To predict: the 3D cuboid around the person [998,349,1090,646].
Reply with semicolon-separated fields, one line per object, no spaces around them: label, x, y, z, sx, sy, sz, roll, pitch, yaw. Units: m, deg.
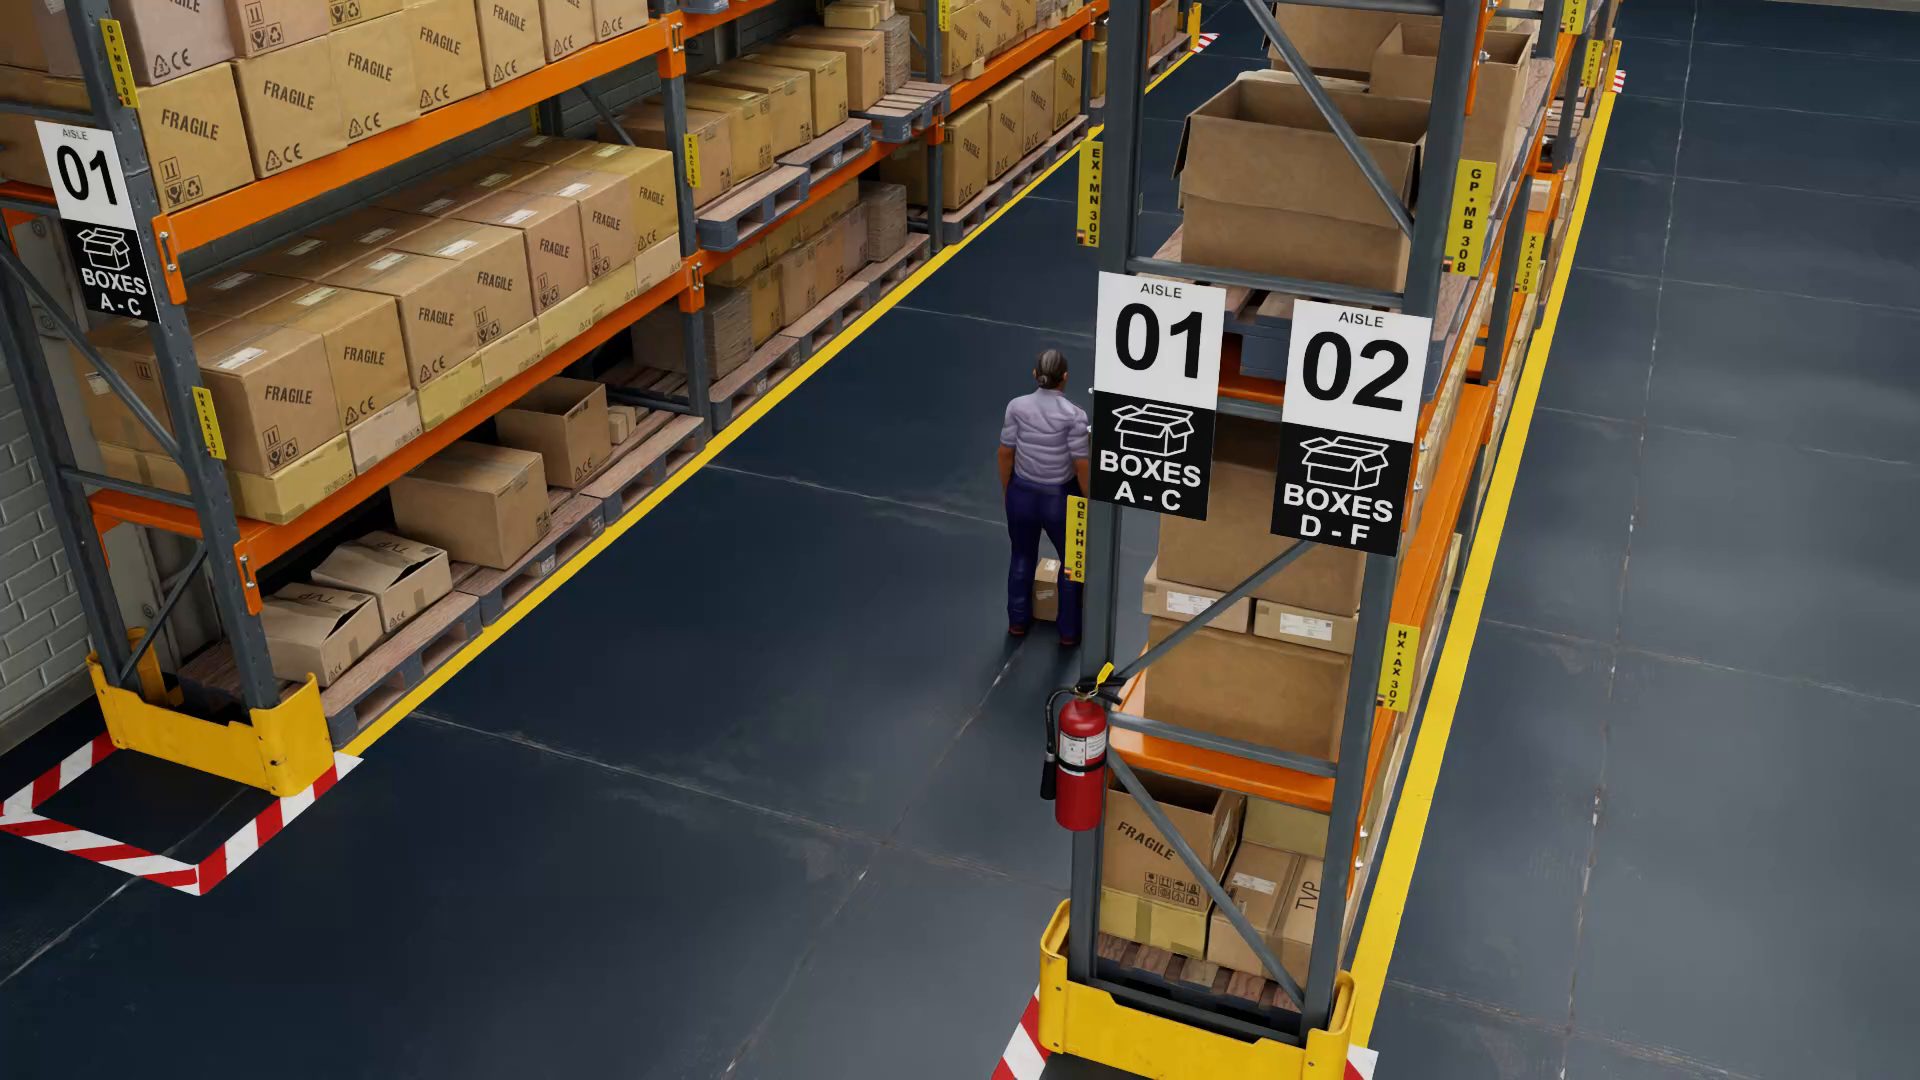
person;0.461;-0.211;8.767;0.537;1.651;0.374;12;32;20
